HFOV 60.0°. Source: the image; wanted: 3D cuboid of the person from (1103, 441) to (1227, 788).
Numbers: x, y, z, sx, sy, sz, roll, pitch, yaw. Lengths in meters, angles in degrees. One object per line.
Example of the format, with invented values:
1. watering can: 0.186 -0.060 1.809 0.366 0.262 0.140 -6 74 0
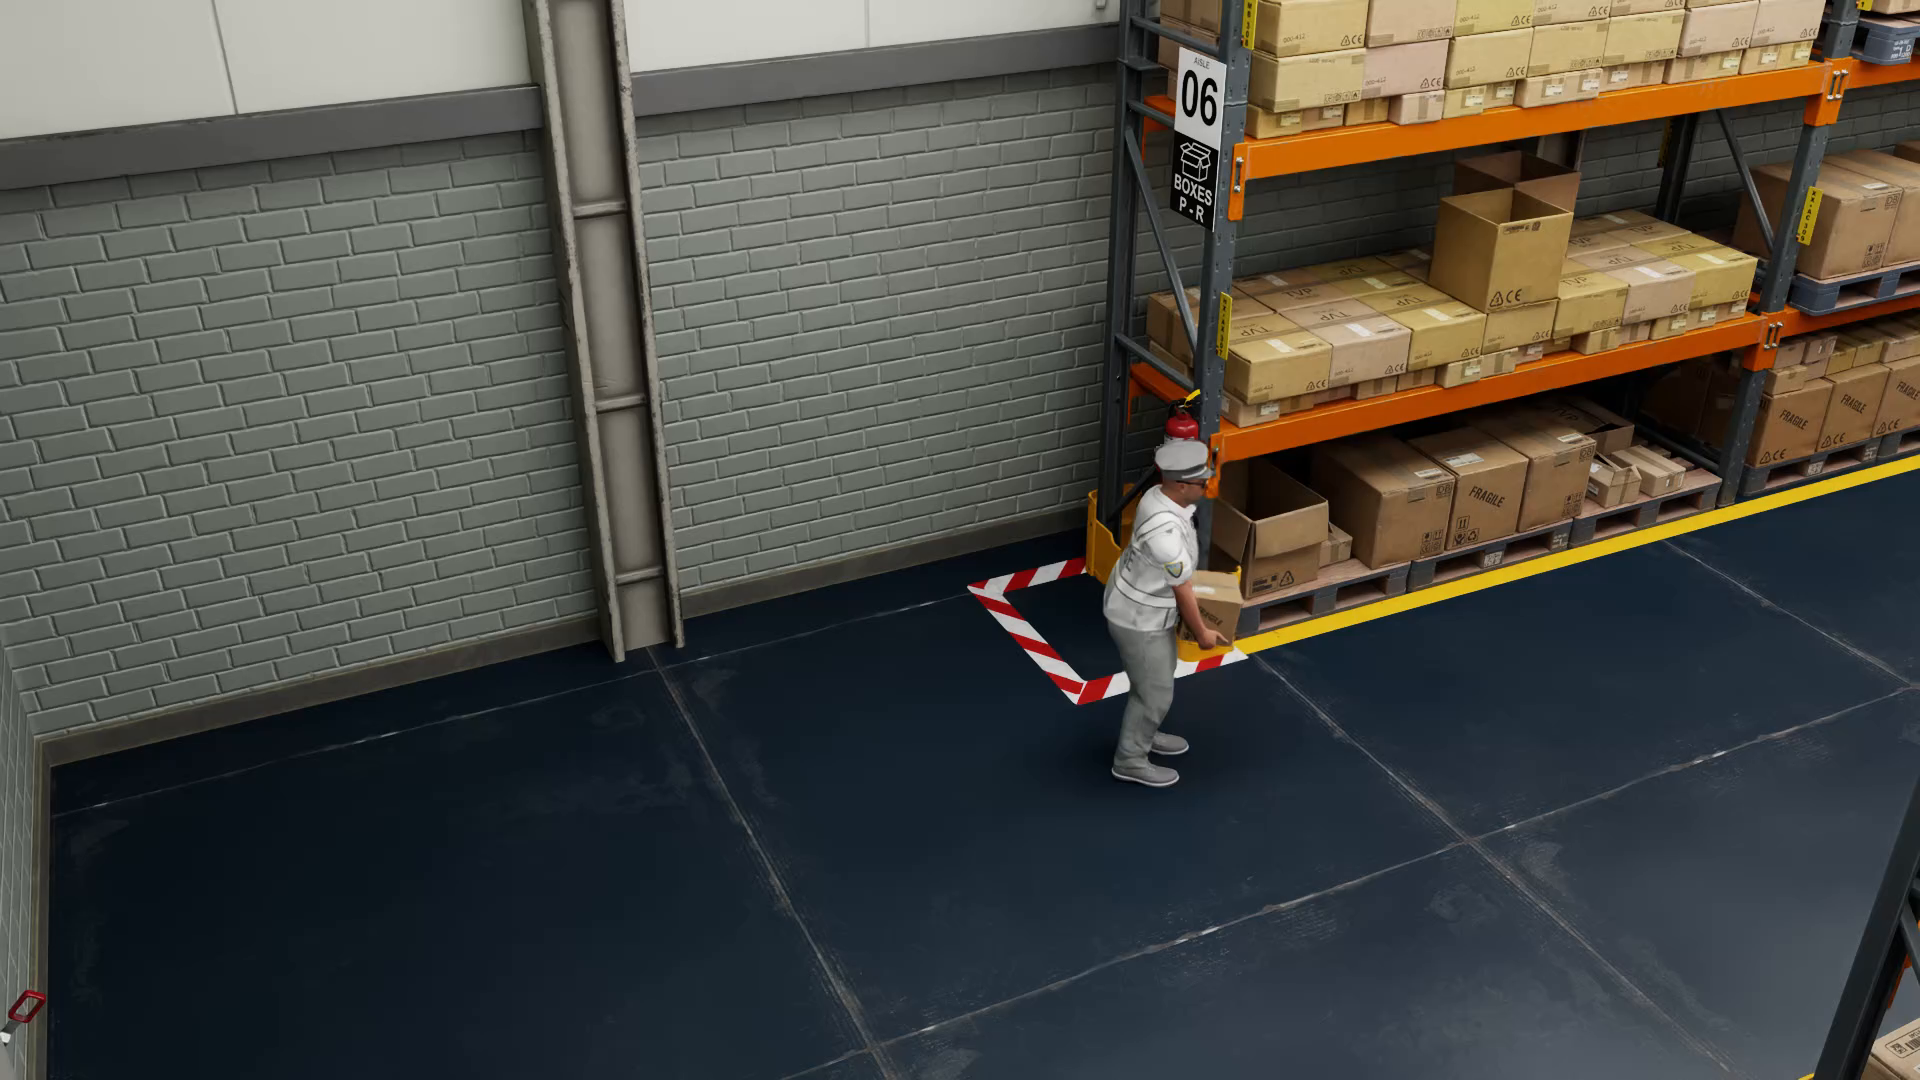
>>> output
1. person: 0.970 0.343 7.852 0.587 1.743 0.484 4 29 6
